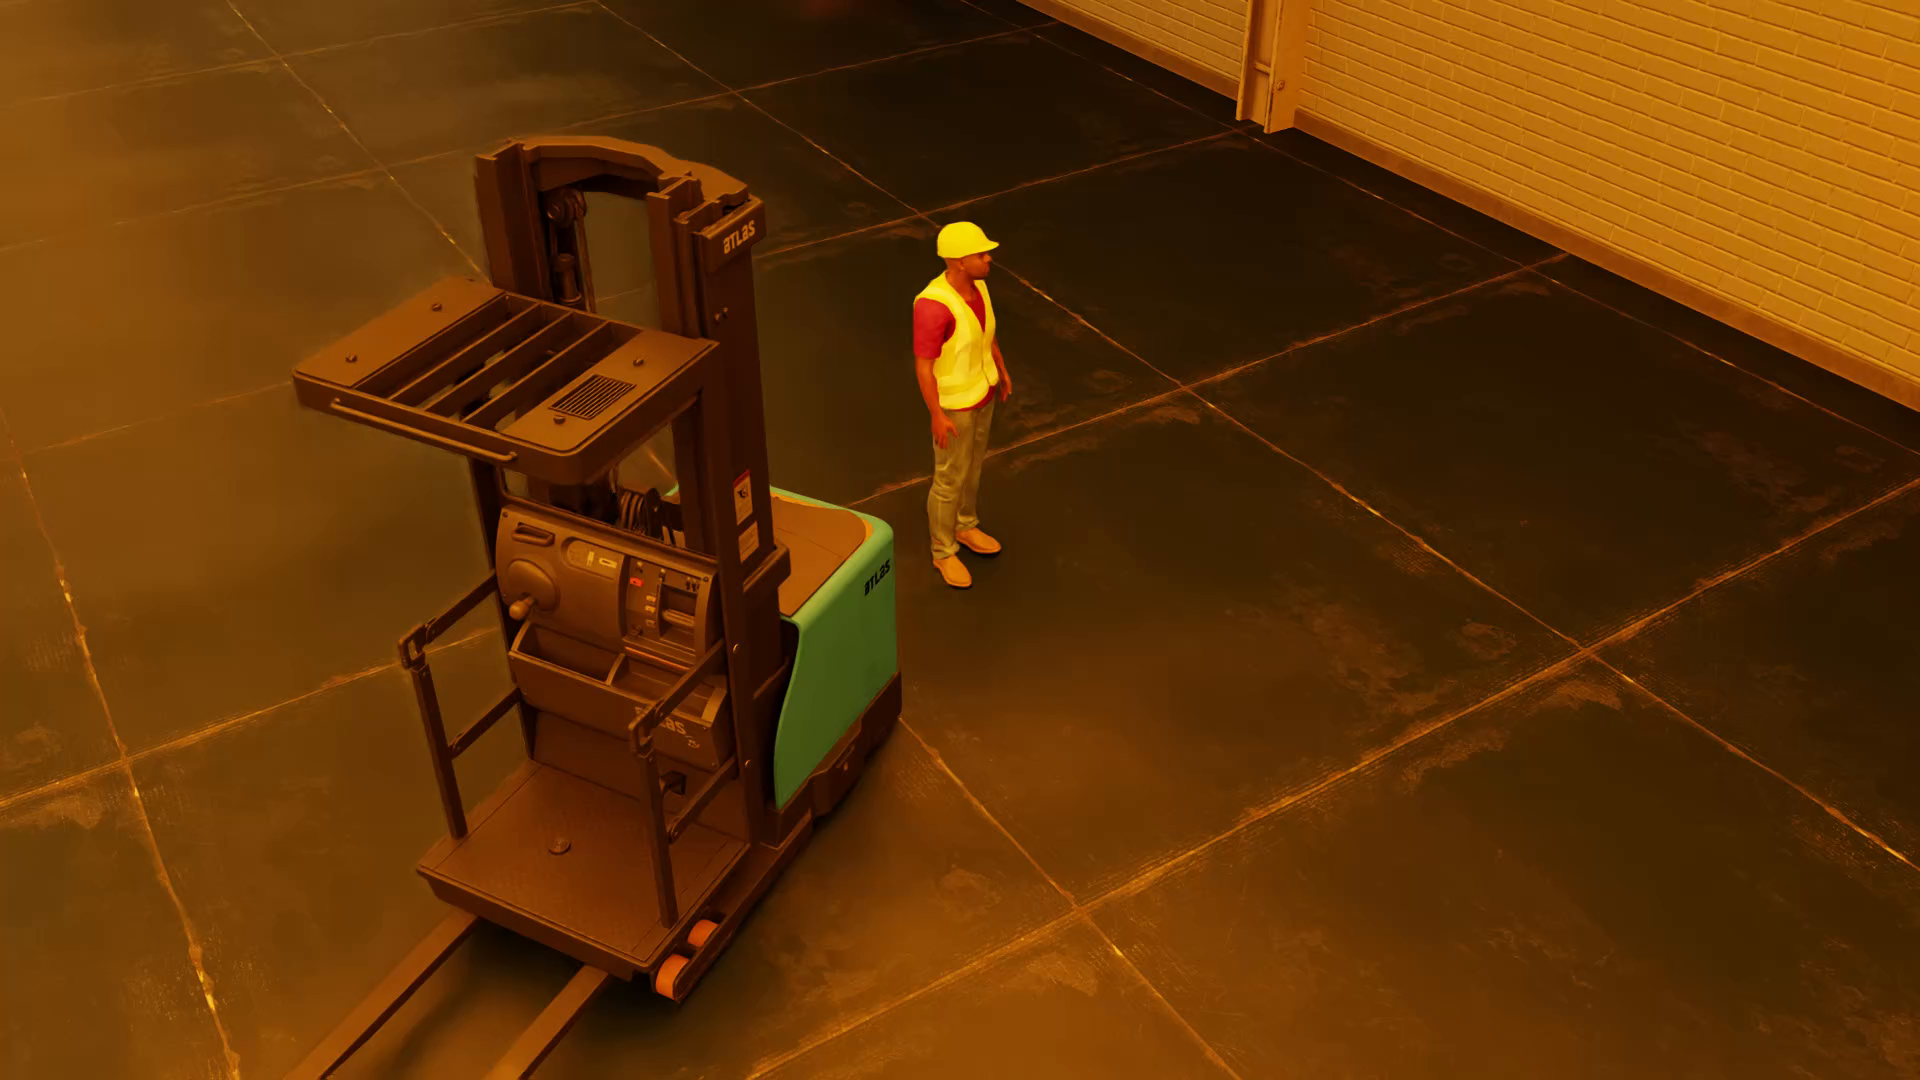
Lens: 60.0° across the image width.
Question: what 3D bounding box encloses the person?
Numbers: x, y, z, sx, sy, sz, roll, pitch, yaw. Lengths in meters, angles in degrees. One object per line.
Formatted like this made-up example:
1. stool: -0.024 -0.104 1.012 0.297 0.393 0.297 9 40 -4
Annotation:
1. person: 0.018 -0.704 8.163 0.429 1.768 0.739 15 38 21

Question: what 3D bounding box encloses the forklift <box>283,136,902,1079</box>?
1. forklift: -1.379 0.230 5.820 1.130 2.935 3.031 16 38 22
